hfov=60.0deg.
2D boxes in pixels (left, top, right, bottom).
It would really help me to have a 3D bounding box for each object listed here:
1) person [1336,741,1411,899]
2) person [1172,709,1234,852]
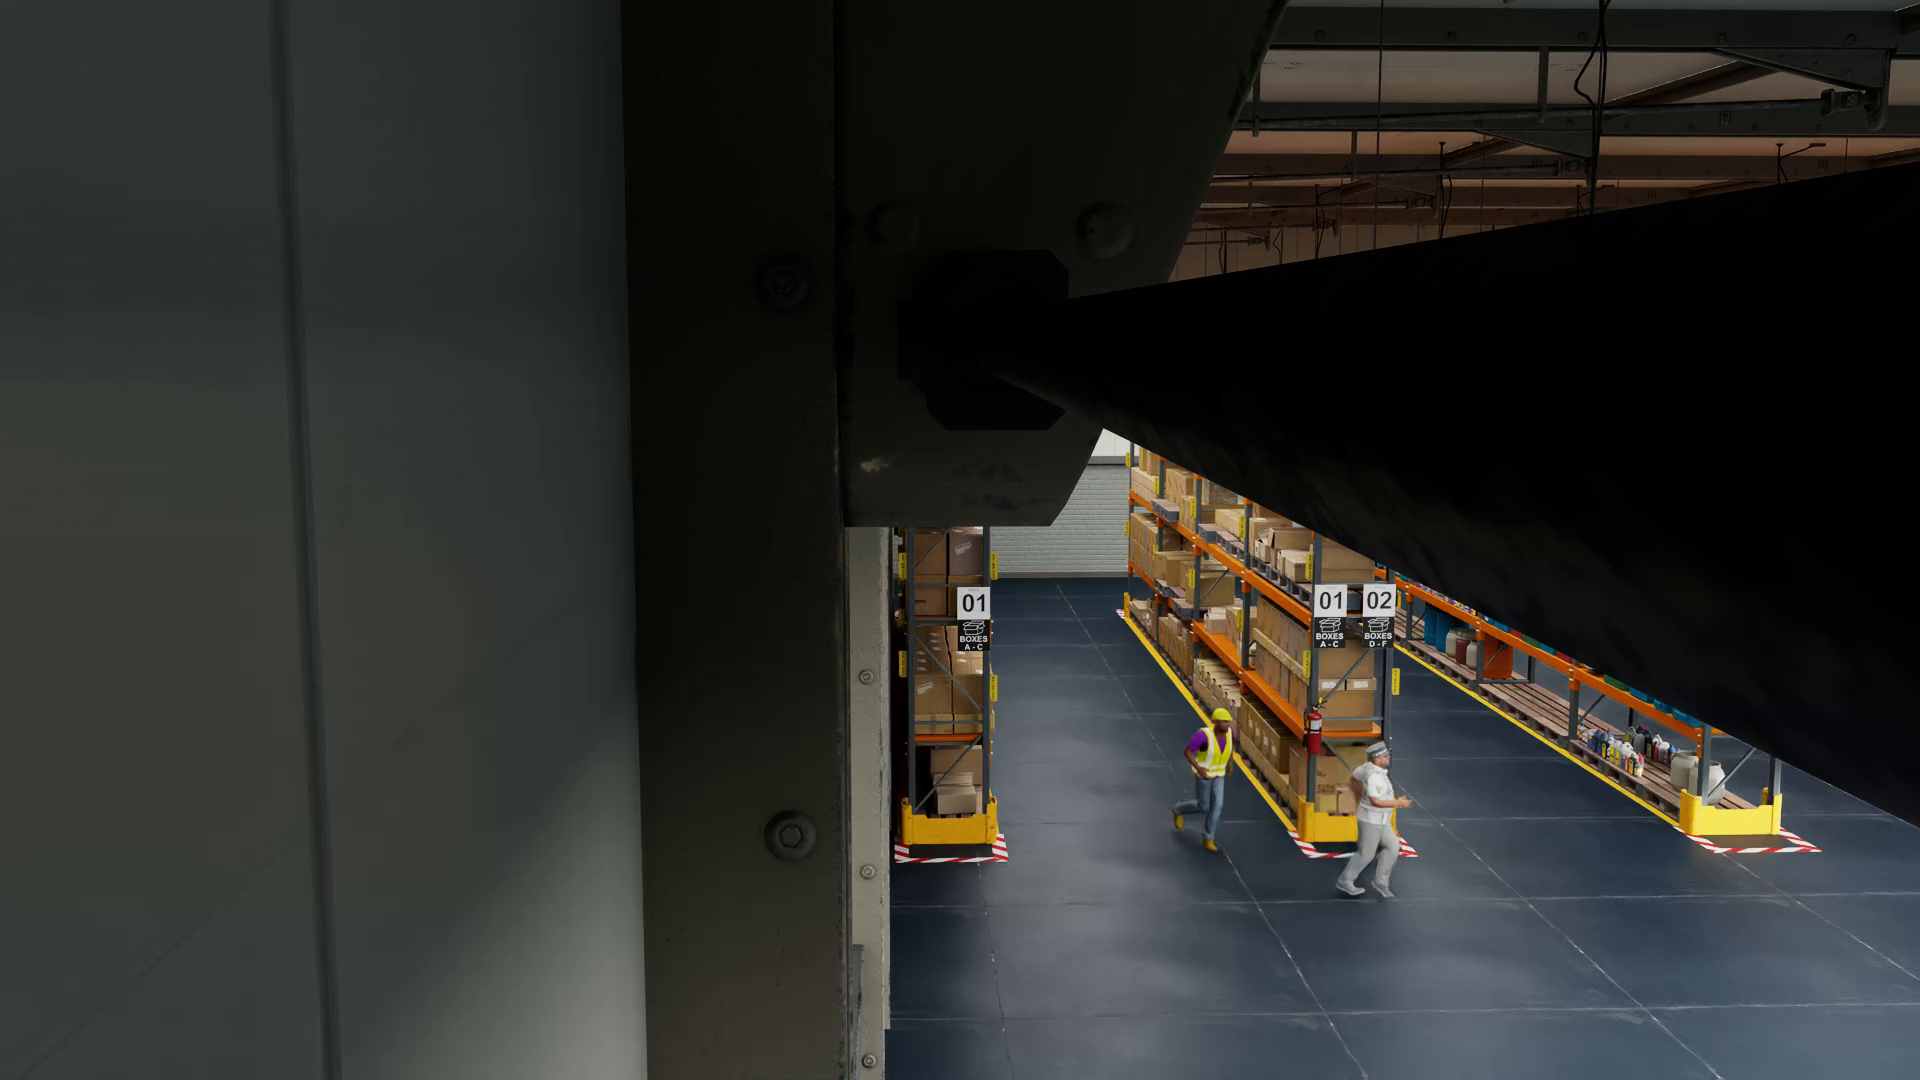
[{"bbox_3d":[4.576,3.129,18.381,0.783,1.851,0.640,2,8,18],"label":"person"},{"bbox_3d":[3.051,2.879,20.488,0.737,1.715,0.882,-5,9,-33],"label":"person"}]
